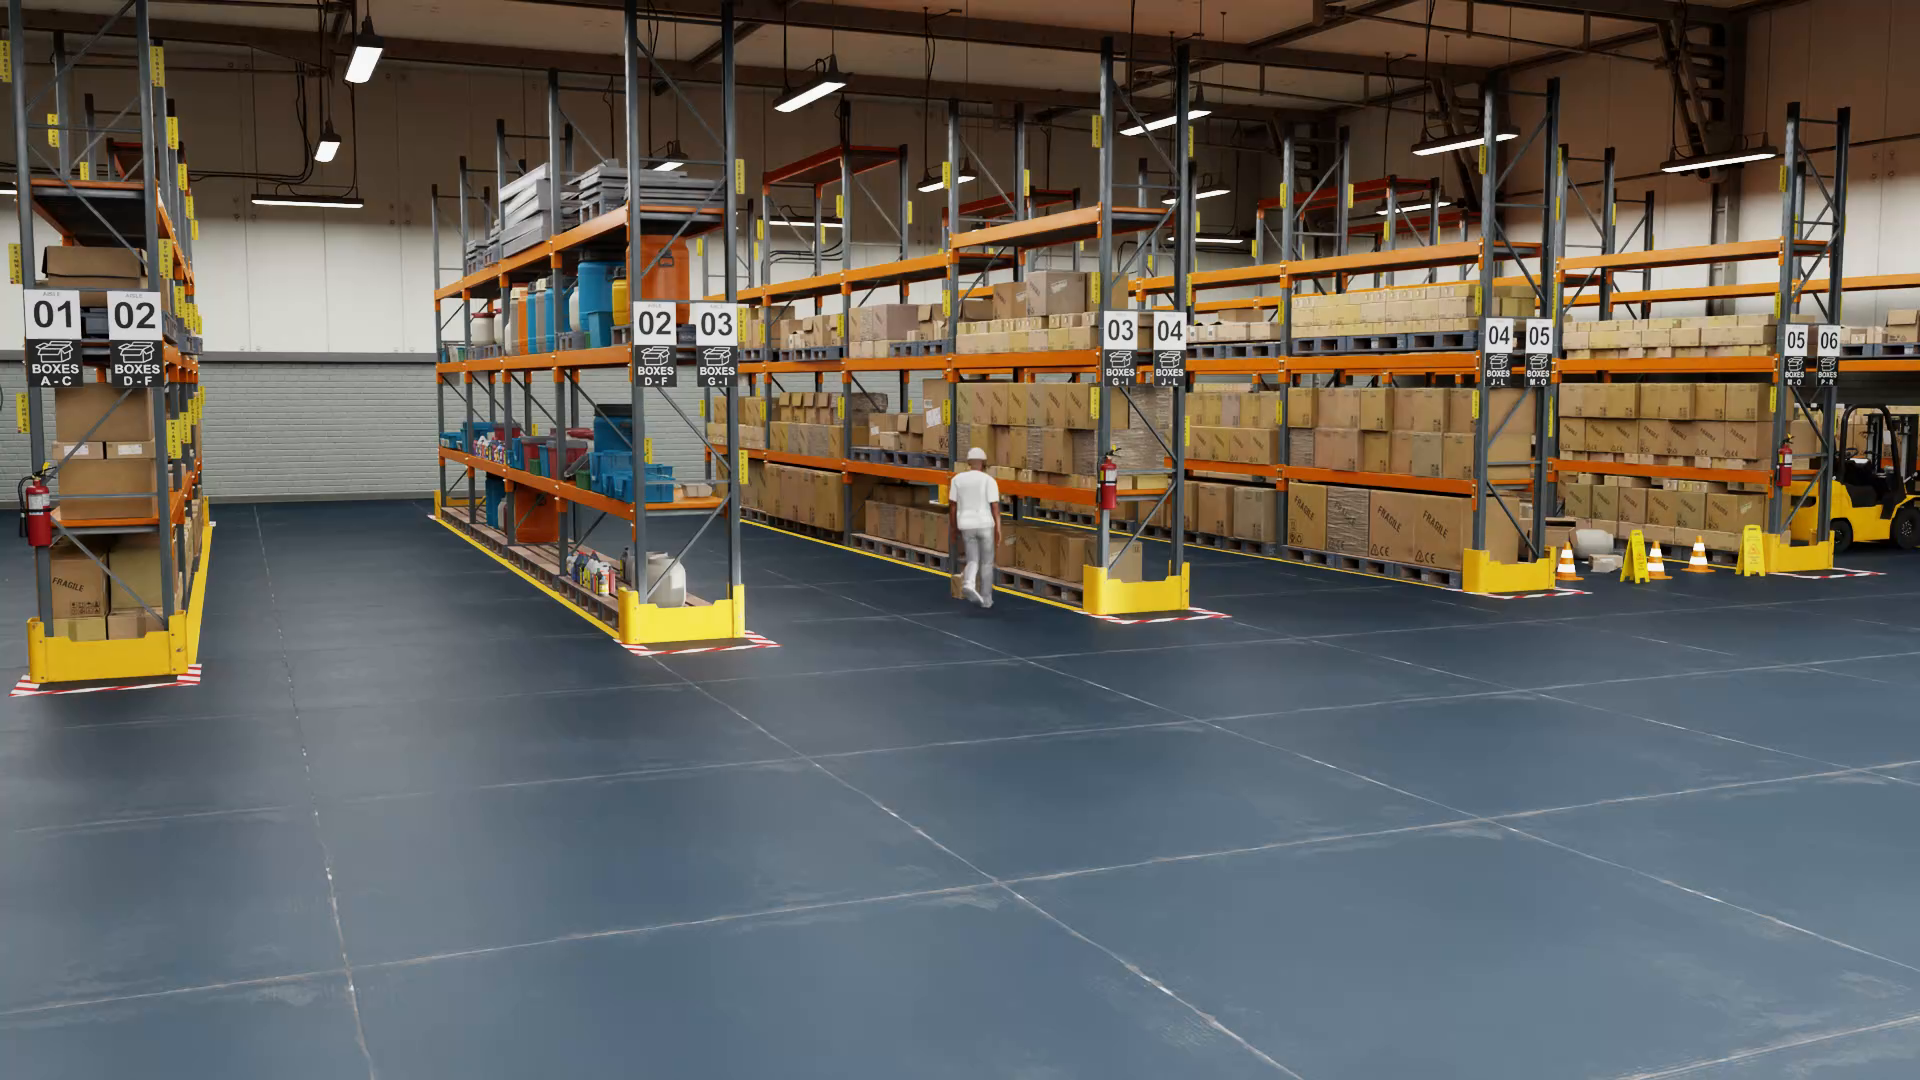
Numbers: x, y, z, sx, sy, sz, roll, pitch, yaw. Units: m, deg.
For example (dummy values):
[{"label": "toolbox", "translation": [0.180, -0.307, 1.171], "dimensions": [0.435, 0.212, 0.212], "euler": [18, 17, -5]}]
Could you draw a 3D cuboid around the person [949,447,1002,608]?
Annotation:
[{"label": "person", "translation": [0.169, -0.124, 17.946], "dimensions": [0.642, 1.749, 0.805], "euler": [2, 6, 19]}]
